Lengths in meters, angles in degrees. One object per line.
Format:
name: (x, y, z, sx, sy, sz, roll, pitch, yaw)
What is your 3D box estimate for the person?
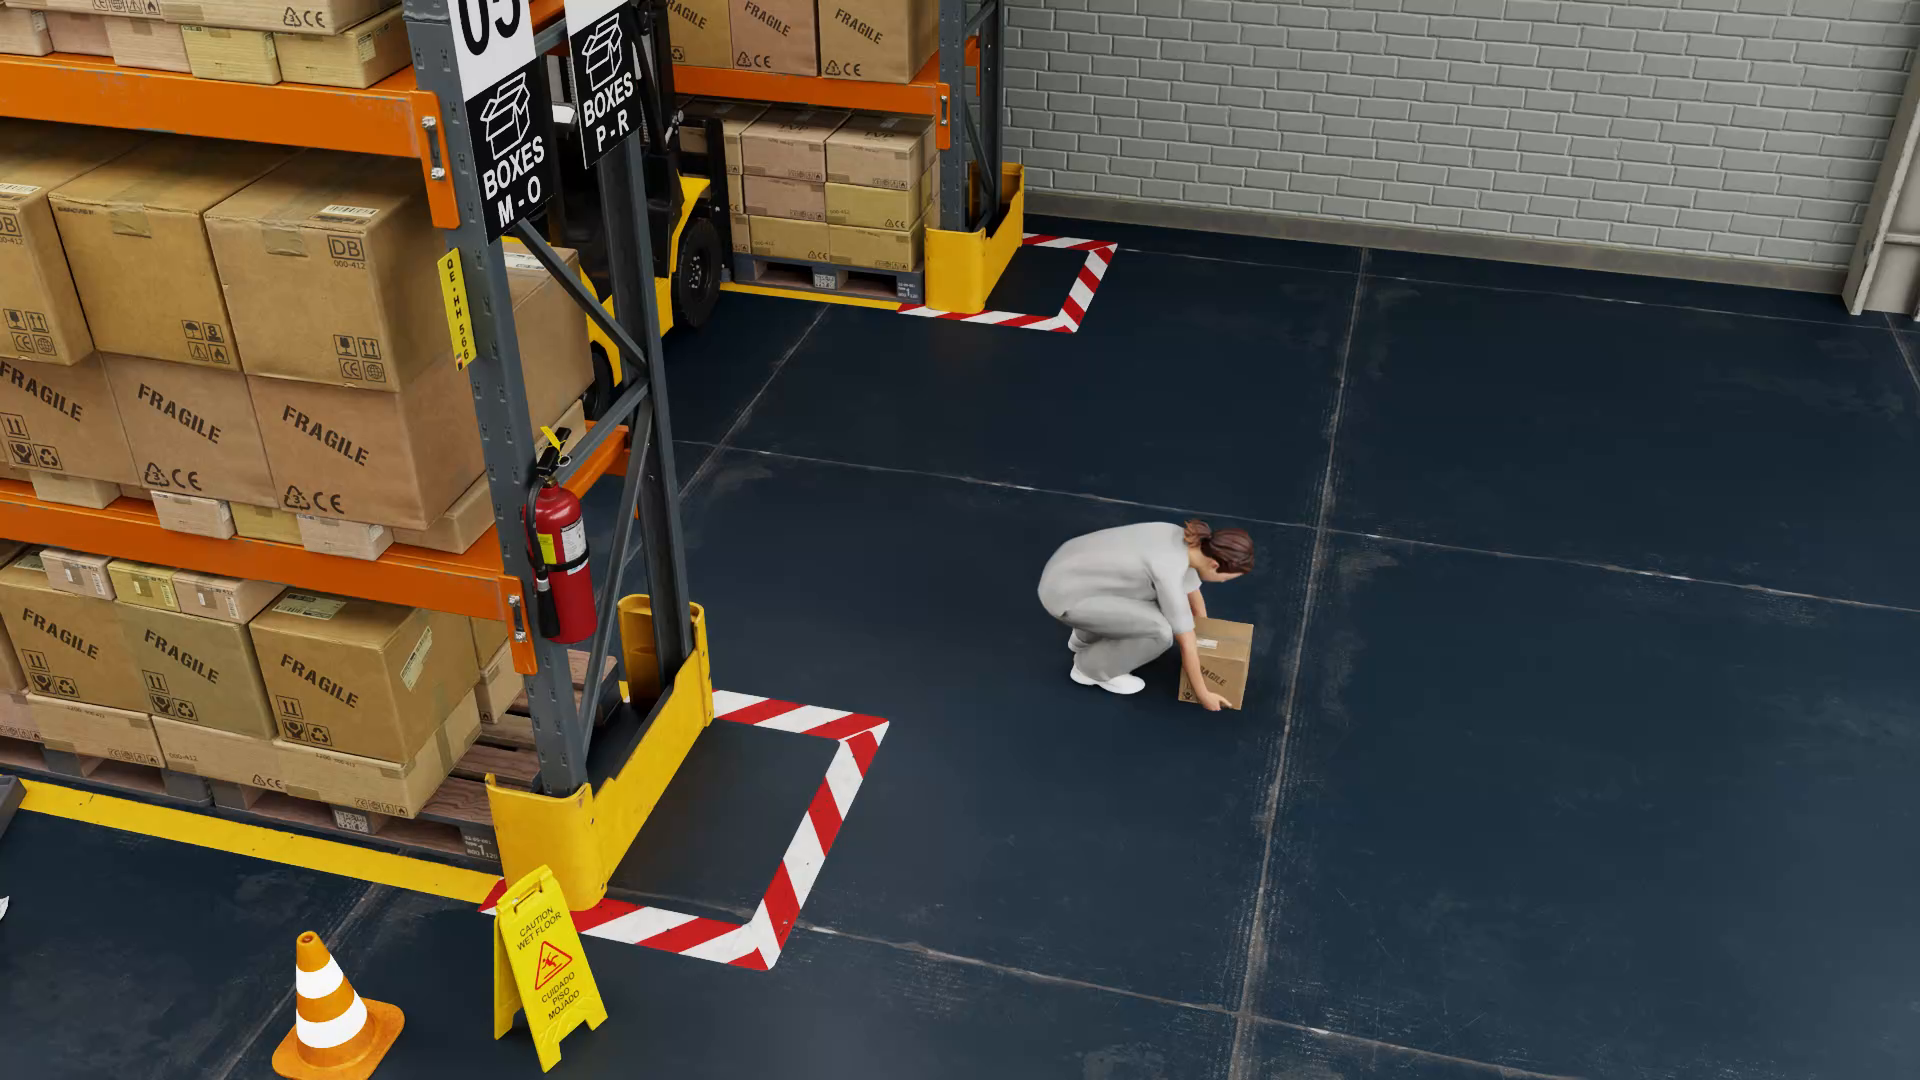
person: (0.733, 0.263, 6.665, 0.839, 0.798, 0.467, 8, 34, 12)
